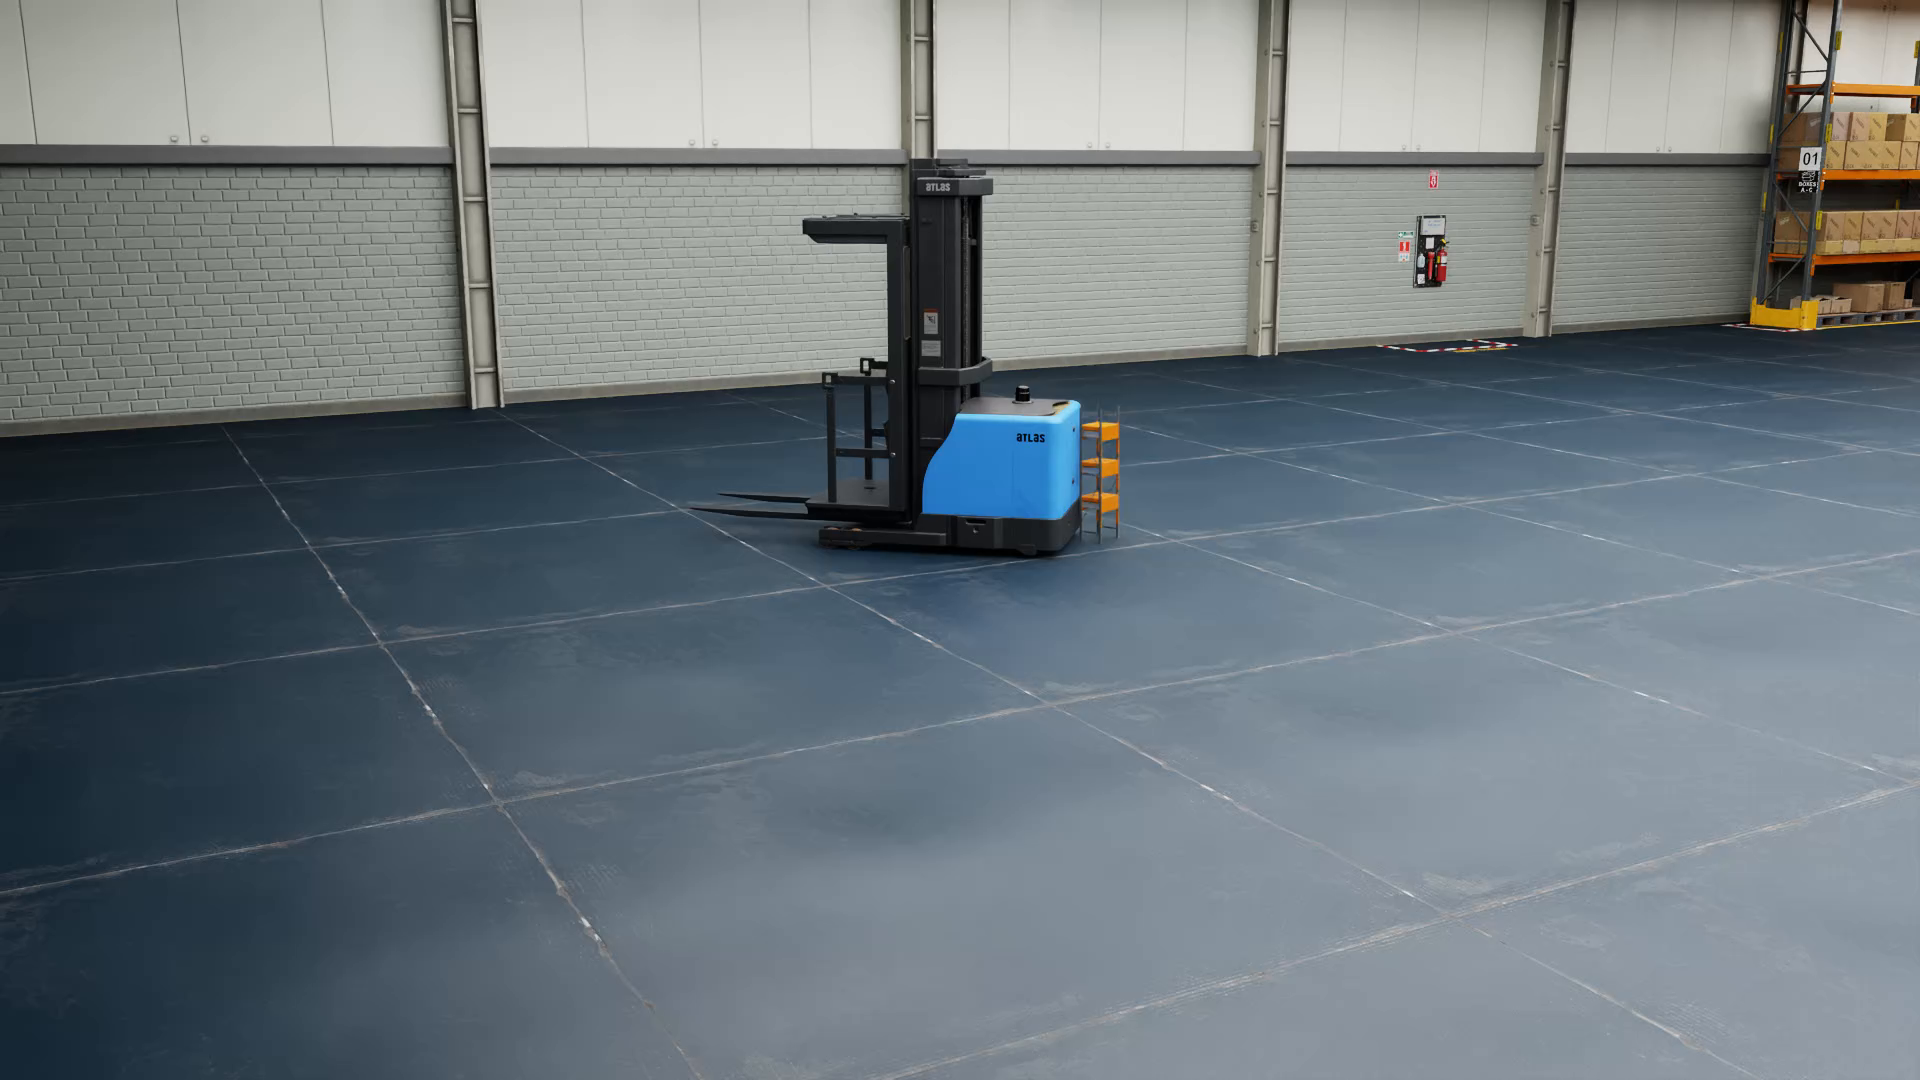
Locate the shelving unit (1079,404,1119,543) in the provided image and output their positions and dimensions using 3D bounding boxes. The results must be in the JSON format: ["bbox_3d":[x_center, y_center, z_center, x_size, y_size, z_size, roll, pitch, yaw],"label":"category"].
[{"bbox_3d":[1.091,-0.522,13.029,0.215,1.050,0.252,9,15,38],"label":"shelving unit"}]

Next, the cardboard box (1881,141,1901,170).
[{"bbox_3d":[16.864,-7.060,30.541,0.500,0.500,0.500,-6,14,-24],"label":"cardboard box"}]

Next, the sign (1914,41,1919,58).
[{"bbox_3d":[18.289,-9.372,31.770,0.005,0.325,0.100,-7,14,-28],"label":"sign"}]

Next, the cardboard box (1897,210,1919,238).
[{"bbox_3d":[17.858,-5.946,31.284,0.500,0.500,0.500,-7,14,-28],"label":"cardboard box"}]

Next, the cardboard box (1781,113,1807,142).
[{"bbox_3d":[15.302,-7.491,30.180,0.500,0.500,0.500,-6,14,-25],"label":"cardboard box"}]

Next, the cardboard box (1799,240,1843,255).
[{"bbox_3d":[15.629,-5.312,30.177,0.500,0.250,0.500,-7,15,-29],"label":"cardboard box"}]

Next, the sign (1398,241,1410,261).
[{"bbox_3d":[7.260,-4.721,27.173,0.234,0.329,0.001,-7,14,-28],"label":"sign"}]

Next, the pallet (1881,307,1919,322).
[{"bbox_3d":[17.987,-4.368,32.038,1.213,0.211,1.003,-7,14,-28],"label":"pallet"}]

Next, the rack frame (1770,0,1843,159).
[{"bbox_3d":[15.049,-8.312,29.548,0.127,3.000,1.000,-7,14,-28],"label":"rack frame"}]

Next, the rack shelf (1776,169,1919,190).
[{"bbox_3d":[16.804,-6.708,30.891,4.000,0.370,1.077,-7,14,-28],"label":"rack shelf"}]

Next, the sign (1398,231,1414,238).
[{"bbox_3d":[7.269,-4.978,27.109,0.331,0.109,0.001,-7,14,-28],"label":"sign"}]

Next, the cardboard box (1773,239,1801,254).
[{"bbox_3d":[15.366,-5.408,30.605,0.500,0.250,0.500,-7,14,-27],"label":"cardboard box"}]

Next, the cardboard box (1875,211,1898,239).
[{"bbox_3d":[16.954,-5.840,30.814,0.500,0.500,0.500,-6,14,-26],"label":"cardboard box"}]

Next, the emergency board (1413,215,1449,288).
[{"bbox_3d":[7.795,-4.742,27.347,0.643,1.169,0.194,-7,14,-28],"label":"emergency board"}]

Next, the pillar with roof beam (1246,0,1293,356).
[{"bbox_3d":[6.779,-6.460,21.320,0.400,9.000,9.100,-7,14,-28],"label":"pillar with roof beam"}]

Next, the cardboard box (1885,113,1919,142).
[{"bbox_3d":[17.320,-7.594,30.639,0.500,0.500,0.500,-7,15,-30],"label":"cardboard box"}]

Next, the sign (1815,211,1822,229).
[{"bbox_3d":[15.309,-5.703,29.647,0.005,0.325,0.100,-7,14,-28],"label":"sign"}]

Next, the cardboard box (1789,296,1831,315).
[{"bbox_3d":[15.699,-4.344,30.700,0.500,0.311,0.500,-9,15,-34],"label":"cardboard box"}]

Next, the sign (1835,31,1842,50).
[{"bbox_3d":[15.309,-8.702,28.972,0.005,0.325,0.100,-7,14,-28],"label":"sign"}]

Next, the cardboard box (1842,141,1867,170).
[{"bbox_3d":[15.951,-6.944,30.027,0.500,0.500,0.500,-6,14,-24],"label":"cardboard box"}]

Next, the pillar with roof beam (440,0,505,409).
[{"bbox_3d":[-3.754,-5.198,15.710,0.400,9.000,9.100,-7,14,-28],"label":"pillar with roof beam"}]

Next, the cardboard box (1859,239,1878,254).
[{"bbox_3d":[16.528,-5.422,30.665,0.500,0.250,0.500,-7,15,-29],"label":"cardboard box"}]

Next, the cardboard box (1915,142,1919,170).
[{"bbox_3d":[17.785,-7.176,31.060,0.500,0.500,0.500,-8,15,-33],"label":"cardboard box"}]

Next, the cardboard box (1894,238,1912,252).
[{"bbox_3d":[17.414,-5.528,31.135,0.500,0.250,0.500,-7,14,-28],"label":"cardboard box"}]

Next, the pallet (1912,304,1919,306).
[{"bbox_3d":[19.242,-4.528,32.748,1.213,0.211,1.003,-7,14,-28],"label":"pallet"}]

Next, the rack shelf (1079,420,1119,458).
[{"bbox_3d":[1.087,-0.789,12.972,0.215,0.259,0.240,9,15,38],"label":"rack shelf"}]

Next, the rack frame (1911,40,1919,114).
[{"bbox_3d":[18.560,-8.733,31.418,0.127,3.000,1.000,-7,14,-28],"label":"rack frame"}]

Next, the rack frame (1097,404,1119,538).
[{"bbox_3d":[1.167,-0.543,13.122,0.200,1.050,0.008,9,15,38],"label":"rack frame"}]

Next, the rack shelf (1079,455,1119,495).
[{"bbox_3d":[1.091,-0.512,13.031,0.215,0.259,0.240,9,15,38],"label":"rack shelf"}]

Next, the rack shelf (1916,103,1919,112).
[{"bbox_3d":[20.315,-8.397,32.475,4.000,0.370,1.077,-7,14,-28],"label":"rack shelf"}]

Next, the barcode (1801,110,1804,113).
[{"bbox_3d":[15.432,-7.849,30.450,0.075,0.075,0.001,-7,14,-28],"label":"barcode"}]

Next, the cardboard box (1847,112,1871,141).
[{"bbox_3d":[15.968,-7.432,29.917,0.500,0.500,0.500,-7,14,-29],"label":"cardboard box"}]

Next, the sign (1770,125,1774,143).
[{"bbox_3d":[14.800,-7.390,30.264,0.005,0.325,0.100,-7,14,-28],"label":"sign"}]

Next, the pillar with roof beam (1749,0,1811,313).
[{"bbox_3d":[17.311,-7.723,26.929,0.400,9.000,9.100,-7,14,-28],"label":"pillar with roof beam"}]

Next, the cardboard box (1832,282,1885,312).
[{"bbox_3d":[16.867,-4.563,31.245,0.500,0.500,0.700,-8,15,-31],"label":"cardboard box"}]

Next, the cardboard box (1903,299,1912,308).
[{"bbox_3d":[18.105,-4.576,32.063,0.250,0.166,0.380,-9,16,-35],"label":"cardboard box"}]

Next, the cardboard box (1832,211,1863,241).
[{"bbox_3d":[16.050,-5.730,30.327,0.500,0.500,0.500,-7,14,-28],"label":"cardboard box"}]

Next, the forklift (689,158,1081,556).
[{"bbox_3d":[-0.607,-1.462,12.929,3.031,2.935,1.130,3,13,13],"label":"forklift"}]
